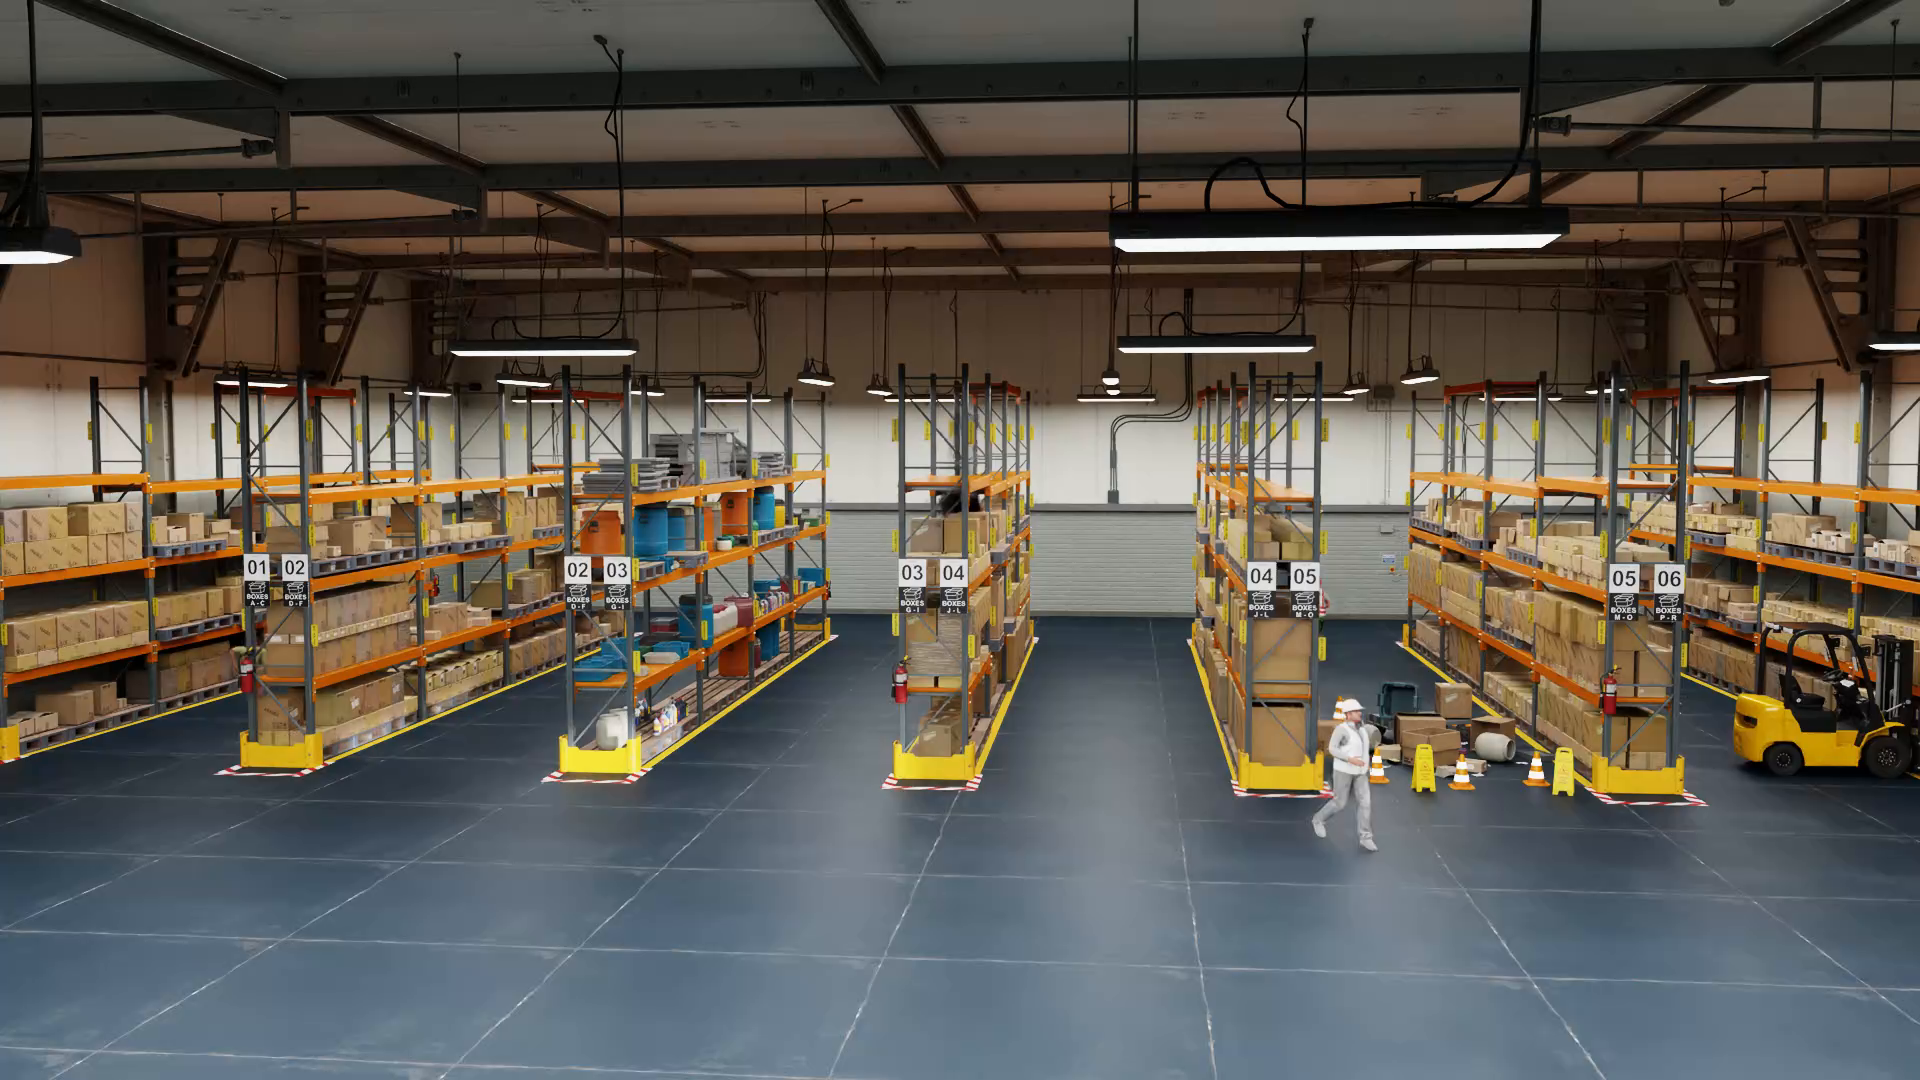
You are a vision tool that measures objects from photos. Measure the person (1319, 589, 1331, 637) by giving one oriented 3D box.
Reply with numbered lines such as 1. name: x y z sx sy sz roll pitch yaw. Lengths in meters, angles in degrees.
1. person: 8.046 1.750 37.382 0.645 1.732 0.826 0 4 -8

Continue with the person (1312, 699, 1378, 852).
1. person: 4.748 2.816 20.162 0.698 1.771 0.976 -2 4 -34

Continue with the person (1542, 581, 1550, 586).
1. person: 12.925 1.764 36.670 0.612 1.830 0.839 -1 4 -13

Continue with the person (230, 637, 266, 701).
1. person: -12.391 2.392 29.011 0.606 1.503 0.810 -1 4 -22
